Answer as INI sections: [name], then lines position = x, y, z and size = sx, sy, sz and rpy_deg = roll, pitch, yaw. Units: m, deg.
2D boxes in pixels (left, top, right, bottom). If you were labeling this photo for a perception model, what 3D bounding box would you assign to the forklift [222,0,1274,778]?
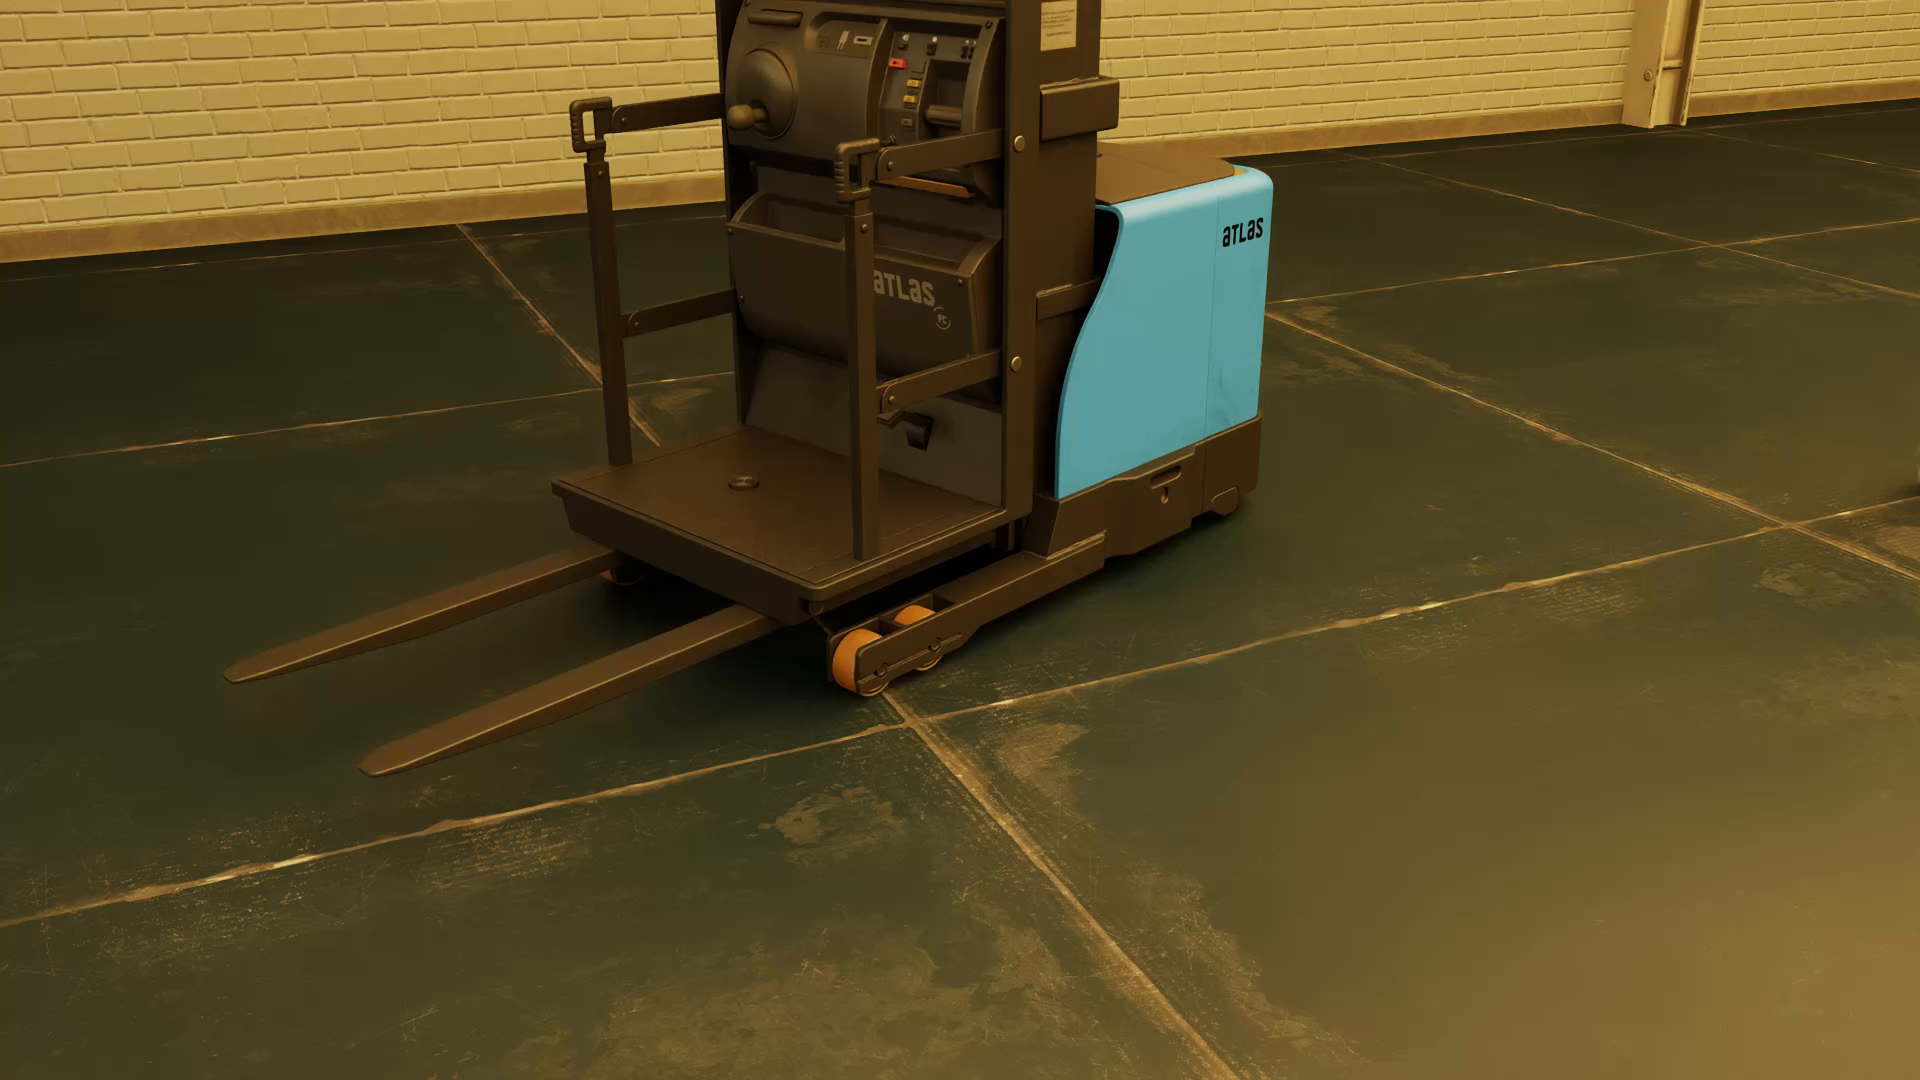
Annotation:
[forklift]
position = -0.413, -1.182, 4.131
size = 1.130, 2.935, 3.031
rpy_deg = 19, 29, 39
